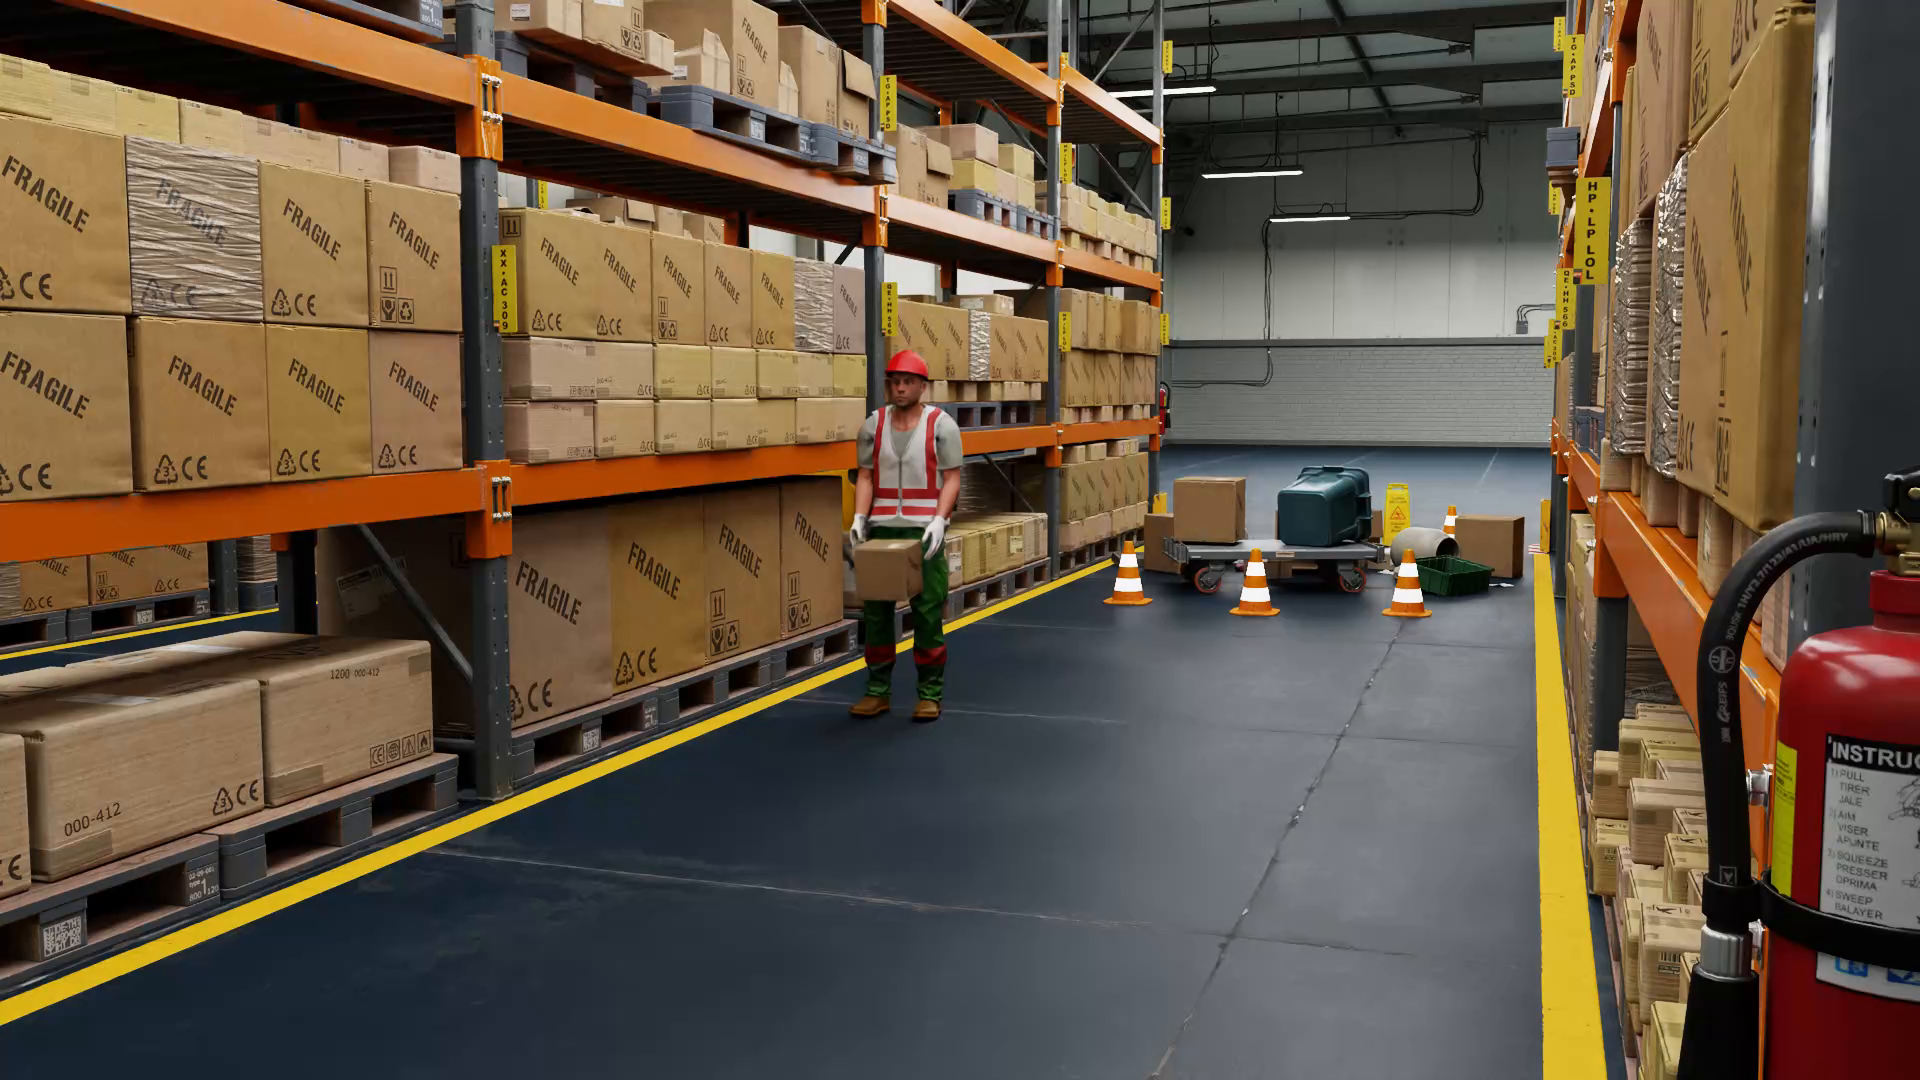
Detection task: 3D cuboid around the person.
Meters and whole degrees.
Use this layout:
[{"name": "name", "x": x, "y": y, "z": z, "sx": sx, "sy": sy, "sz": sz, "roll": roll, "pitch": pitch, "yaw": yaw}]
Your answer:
[{"name": "person", "x": -0.261, "y": -0.027, "z": 8.101, "sx": 0.539, "sy": 1.790, "sz": 0.437, "roll": 2, "pitch": 5, "yaw": 17}]
